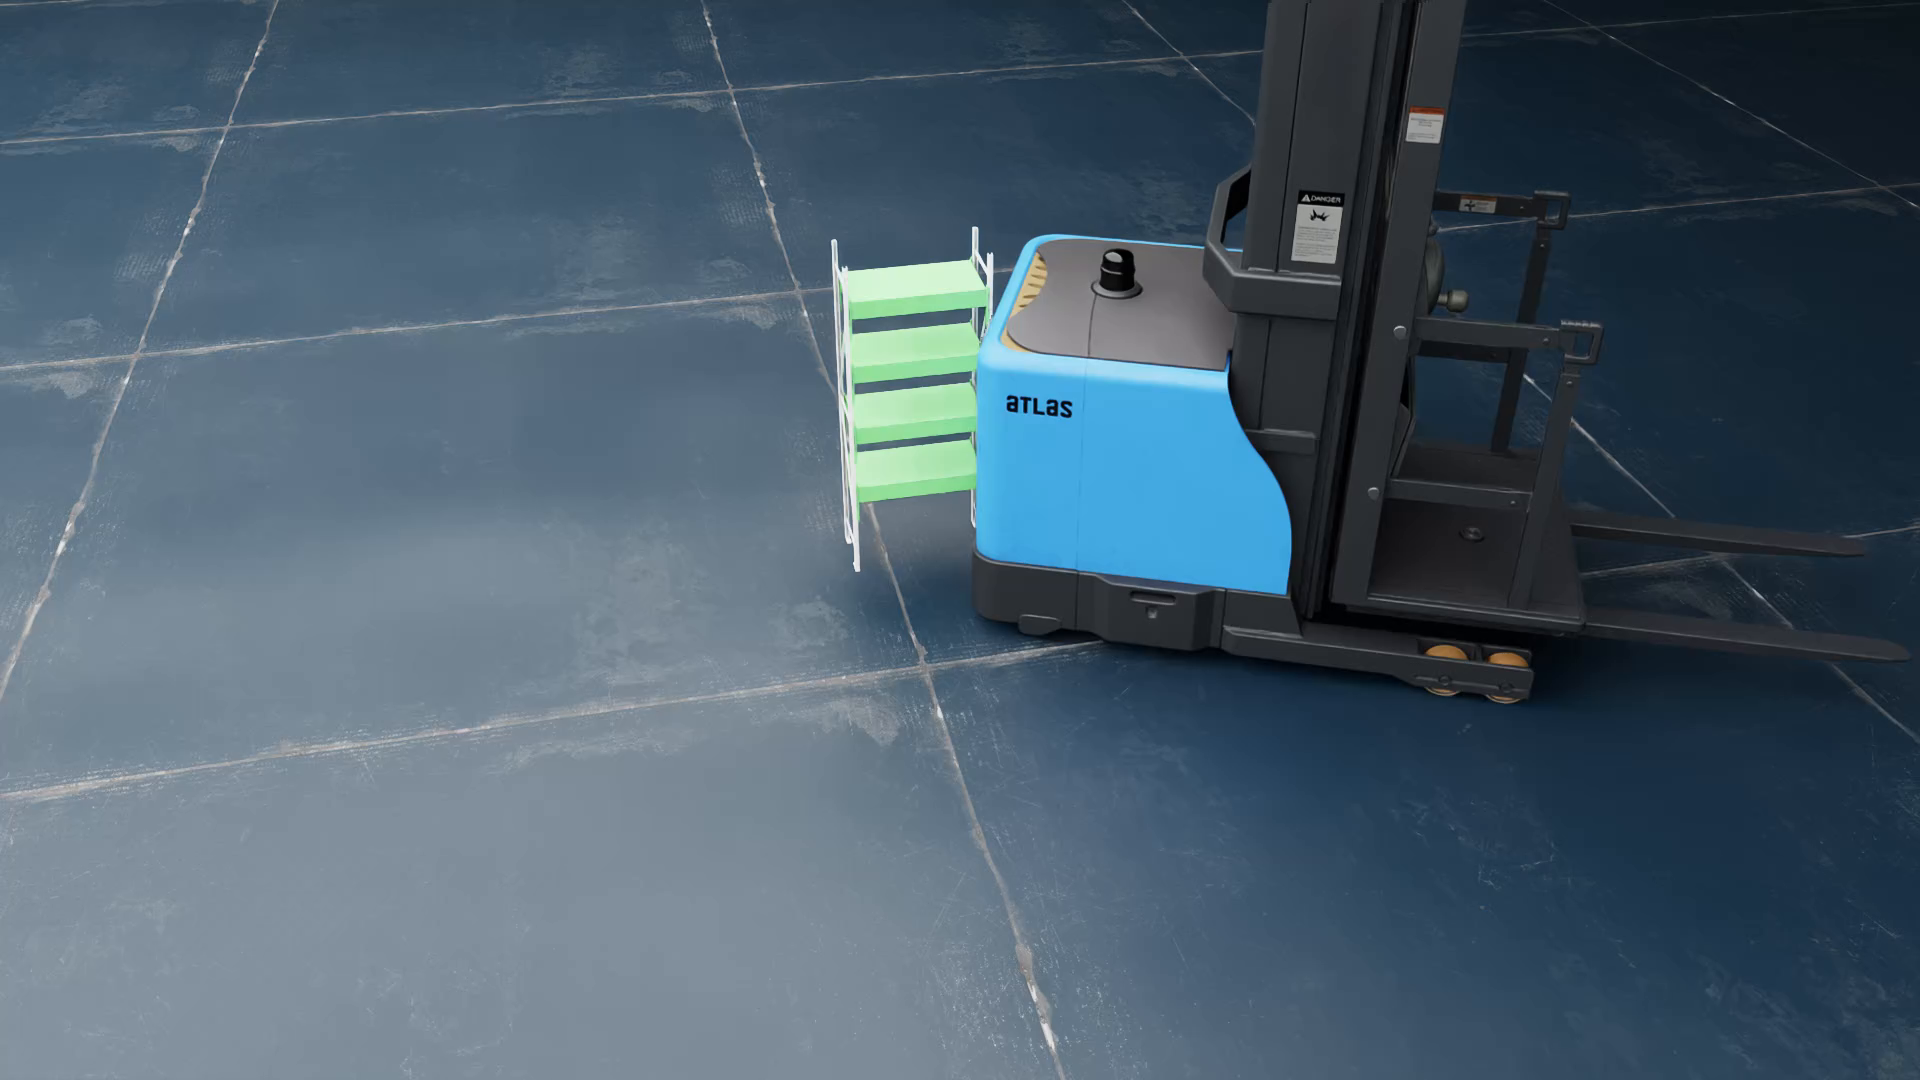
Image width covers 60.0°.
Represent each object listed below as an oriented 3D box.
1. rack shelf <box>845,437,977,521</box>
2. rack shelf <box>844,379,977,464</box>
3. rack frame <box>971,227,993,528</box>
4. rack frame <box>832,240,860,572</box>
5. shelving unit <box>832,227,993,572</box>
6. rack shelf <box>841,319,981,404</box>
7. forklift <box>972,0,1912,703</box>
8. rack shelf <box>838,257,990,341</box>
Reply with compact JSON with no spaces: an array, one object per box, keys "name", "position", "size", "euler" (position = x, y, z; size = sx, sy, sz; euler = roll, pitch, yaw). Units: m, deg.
[{"name":"rack shelf","position":[-0.161,-0.226,6.055],"size":[0.480,0.148,0.258],"euler":[-7,35,-11]},{"name":"rack shelf","position":[-0.161,-0.425,5.921],"size":[0.480,0.148,0.258],"euler":[-7,35,-11]},{"name":"rack frame","position":[0.077,-0.508,5.930],"size":[0.015,1.200,0.240],"euler":[-7,35,-11]},{"name":"rack frame","position":[-0.399,-0.448,5.841],"size":[0.015,1.200,0.240],"euler":[-7,35,-11]},{"name":"shelving unit","position":[-0.161,-0.478,5.885],"size":[0.503,1.200,0.258],"euler":[-7,35,-11]},{"name":"rack shelf","position":[-0.161,-0.624,5.787],"size":[0.480,0.148,0.258],"euler":[-7,35,-11]},{"name":"forklift","position":[1.612,-1.006,5.119],"size":[3.031,2.935,1.130],"euler":[7,34,10]},{"name":"rack shelf","position":[-0.161,-0.823,5.653],"size":[0.480,0.148,0.258],"euler":[-7,35,-11]}]
